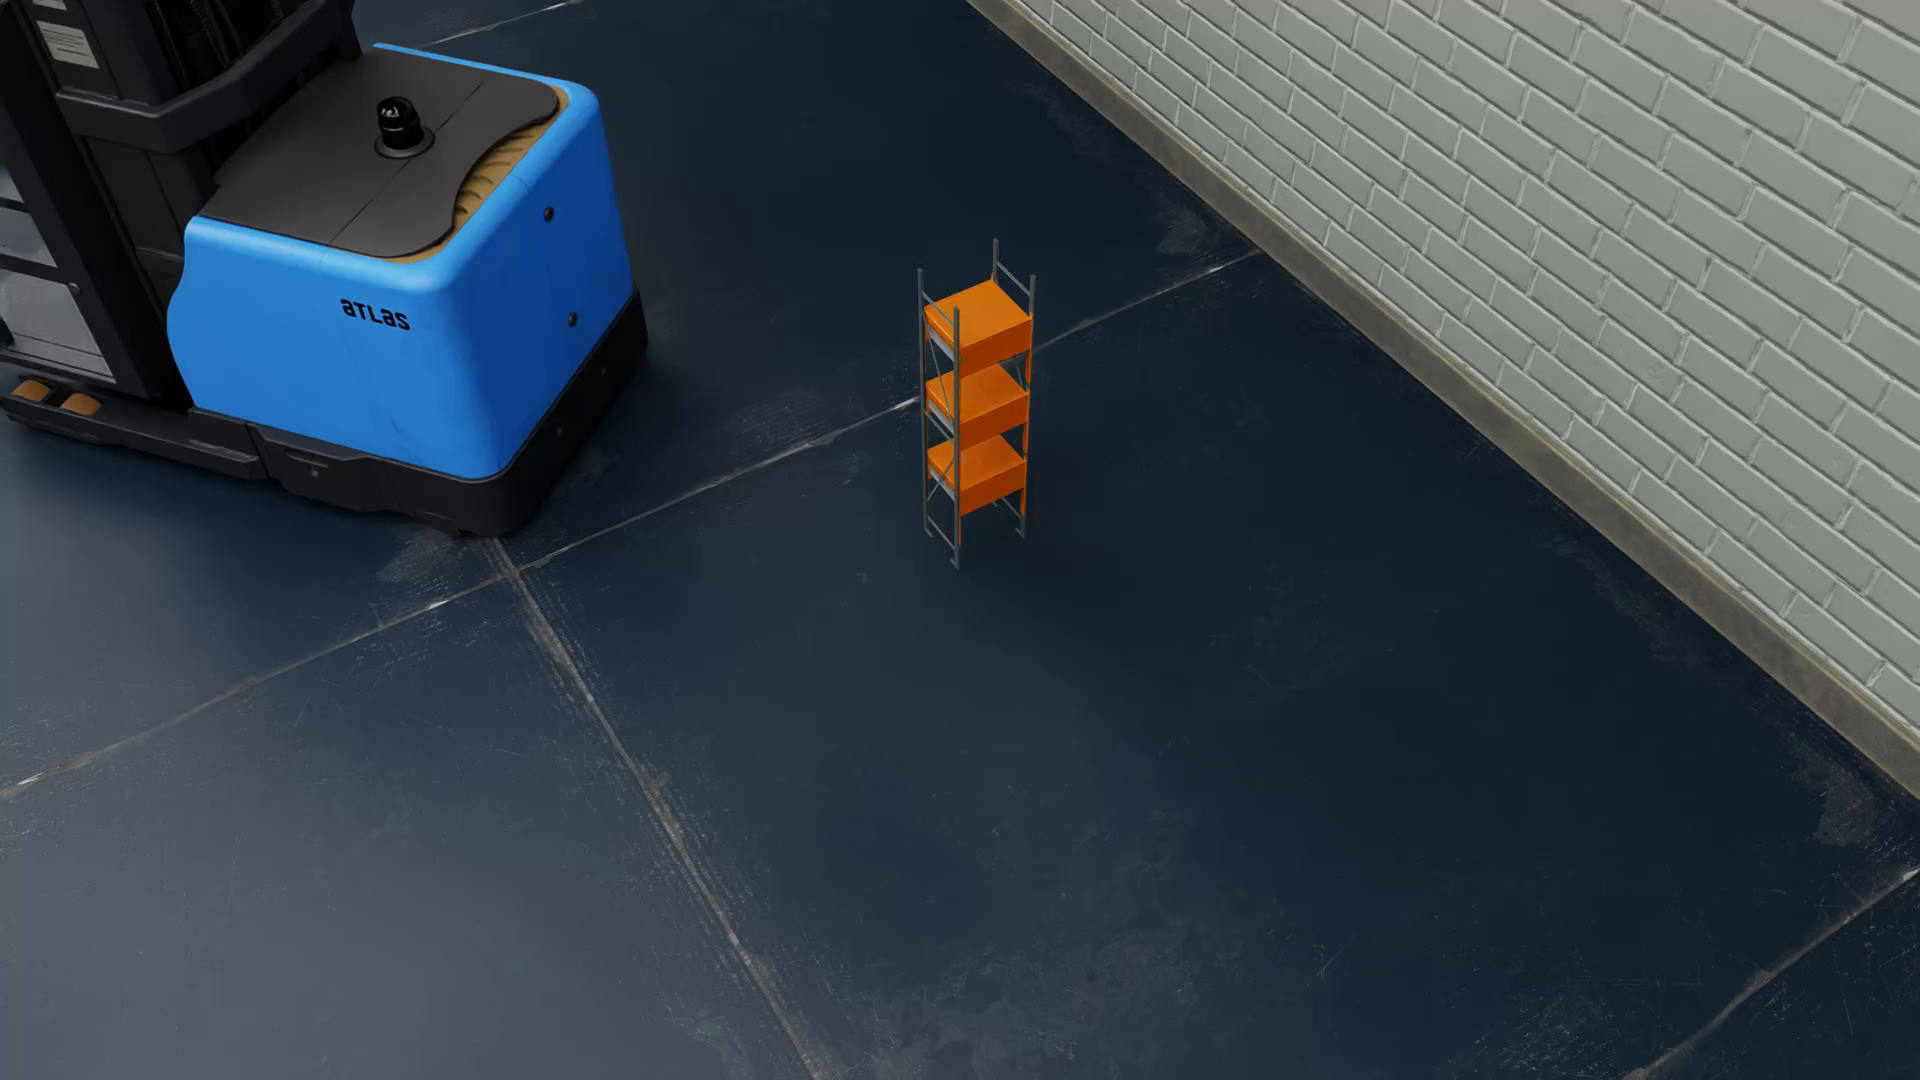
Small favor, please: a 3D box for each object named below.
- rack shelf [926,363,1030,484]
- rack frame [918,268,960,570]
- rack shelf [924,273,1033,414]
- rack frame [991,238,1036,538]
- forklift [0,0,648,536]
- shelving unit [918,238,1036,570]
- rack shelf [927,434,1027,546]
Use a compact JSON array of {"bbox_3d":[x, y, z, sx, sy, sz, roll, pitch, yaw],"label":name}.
[{"bbox_3d":[0.045,-0.363,4.885,0.240,0.259,0.215,-25,53,-21],"label":"rack shelf"},{"bbox_3d":[-0.058,-0.322,4.834,0.008,1.050,0.200,-25,53,-21],"label":"rack frame"},{"bbox_3d":[0.045,-0.552,4.673,0.240,0.259,0.215,-25,53,-21],"label":"rack shelf"},{"bbox_3d":[0.148,-0.419,4.920,0.008,1.050,0.200,-25,53,-21],"label":"rack frame"},{"bbox_3d":[-2.654,-1.656,4.762,3.031,2.935,1.130,14,50,12],"label":"forklift"},{"bbox_3d":[0.045,-0.370,4.877,0.252,1.050,0.215,-25,53,-21],"label":"shelving unit"},{"bbox_3d":[0.045,-0.179,5.092,0.240,0.259,0.215,-25,53,-21],"label":"rack shelf"}]
